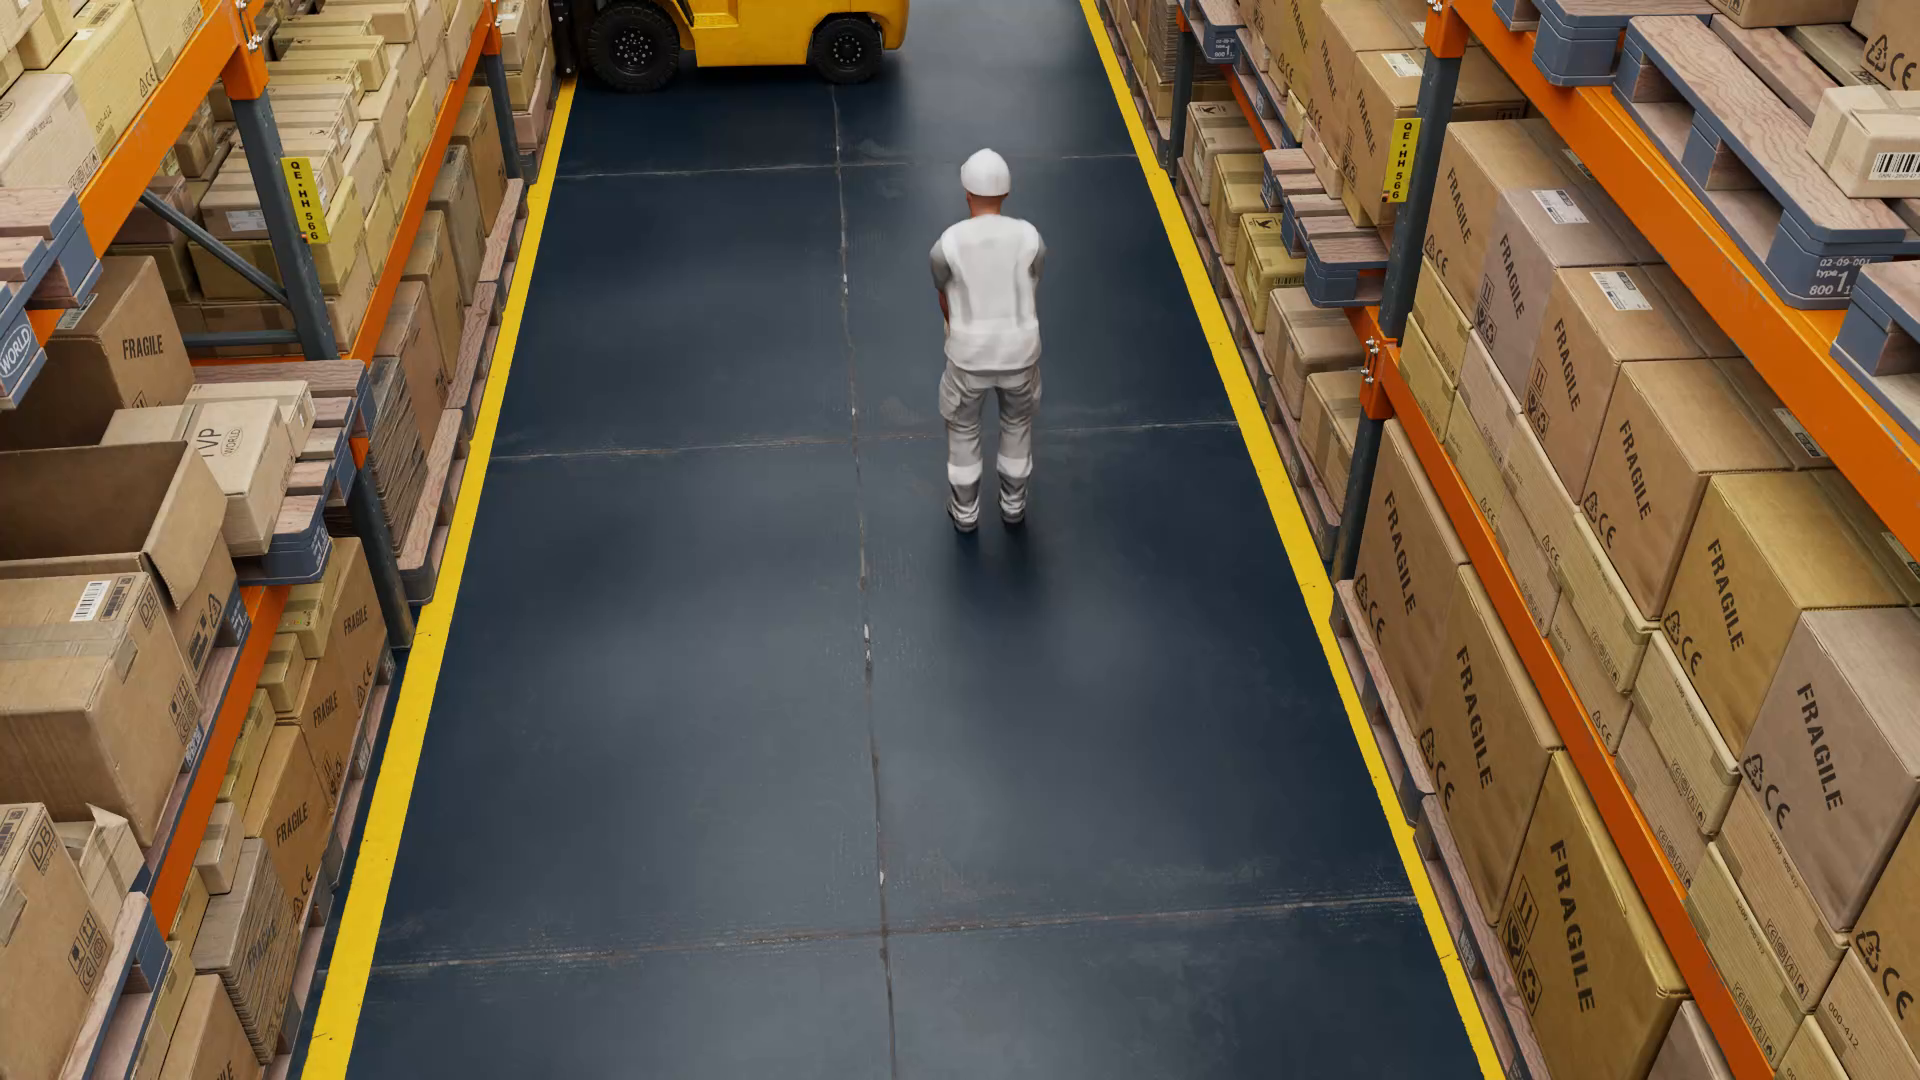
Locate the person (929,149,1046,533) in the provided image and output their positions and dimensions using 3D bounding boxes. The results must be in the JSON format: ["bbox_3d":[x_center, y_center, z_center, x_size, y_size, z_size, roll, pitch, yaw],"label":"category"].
[{"bbox_3d":[0.115,-0.850,7.214,0.491,1.760,0.583,-4,39,-5],"label":"person"}]
